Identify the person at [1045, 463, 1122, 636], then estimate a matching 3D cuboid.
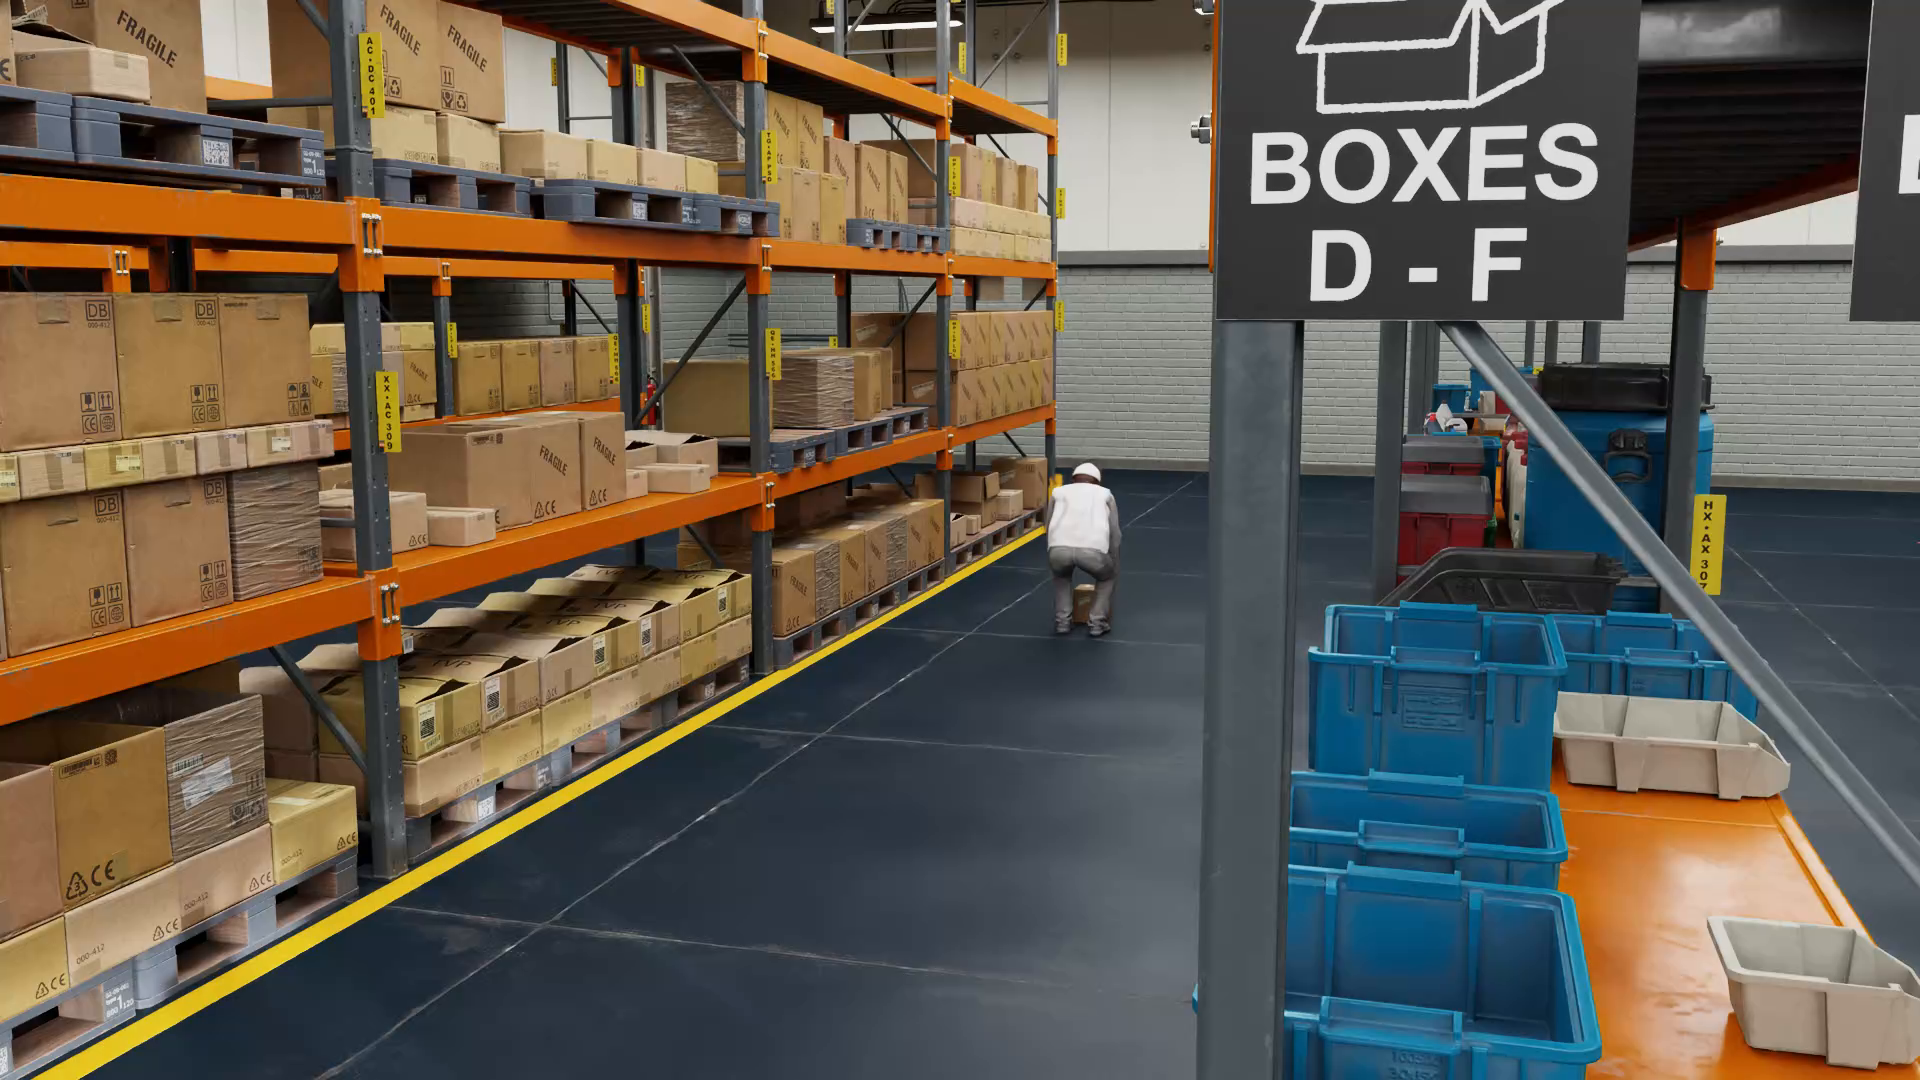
[{"bbox_3d":[0.879,0.062,12.280,0.573,1.211,0.851,2,9,16],"label":"person"}]
